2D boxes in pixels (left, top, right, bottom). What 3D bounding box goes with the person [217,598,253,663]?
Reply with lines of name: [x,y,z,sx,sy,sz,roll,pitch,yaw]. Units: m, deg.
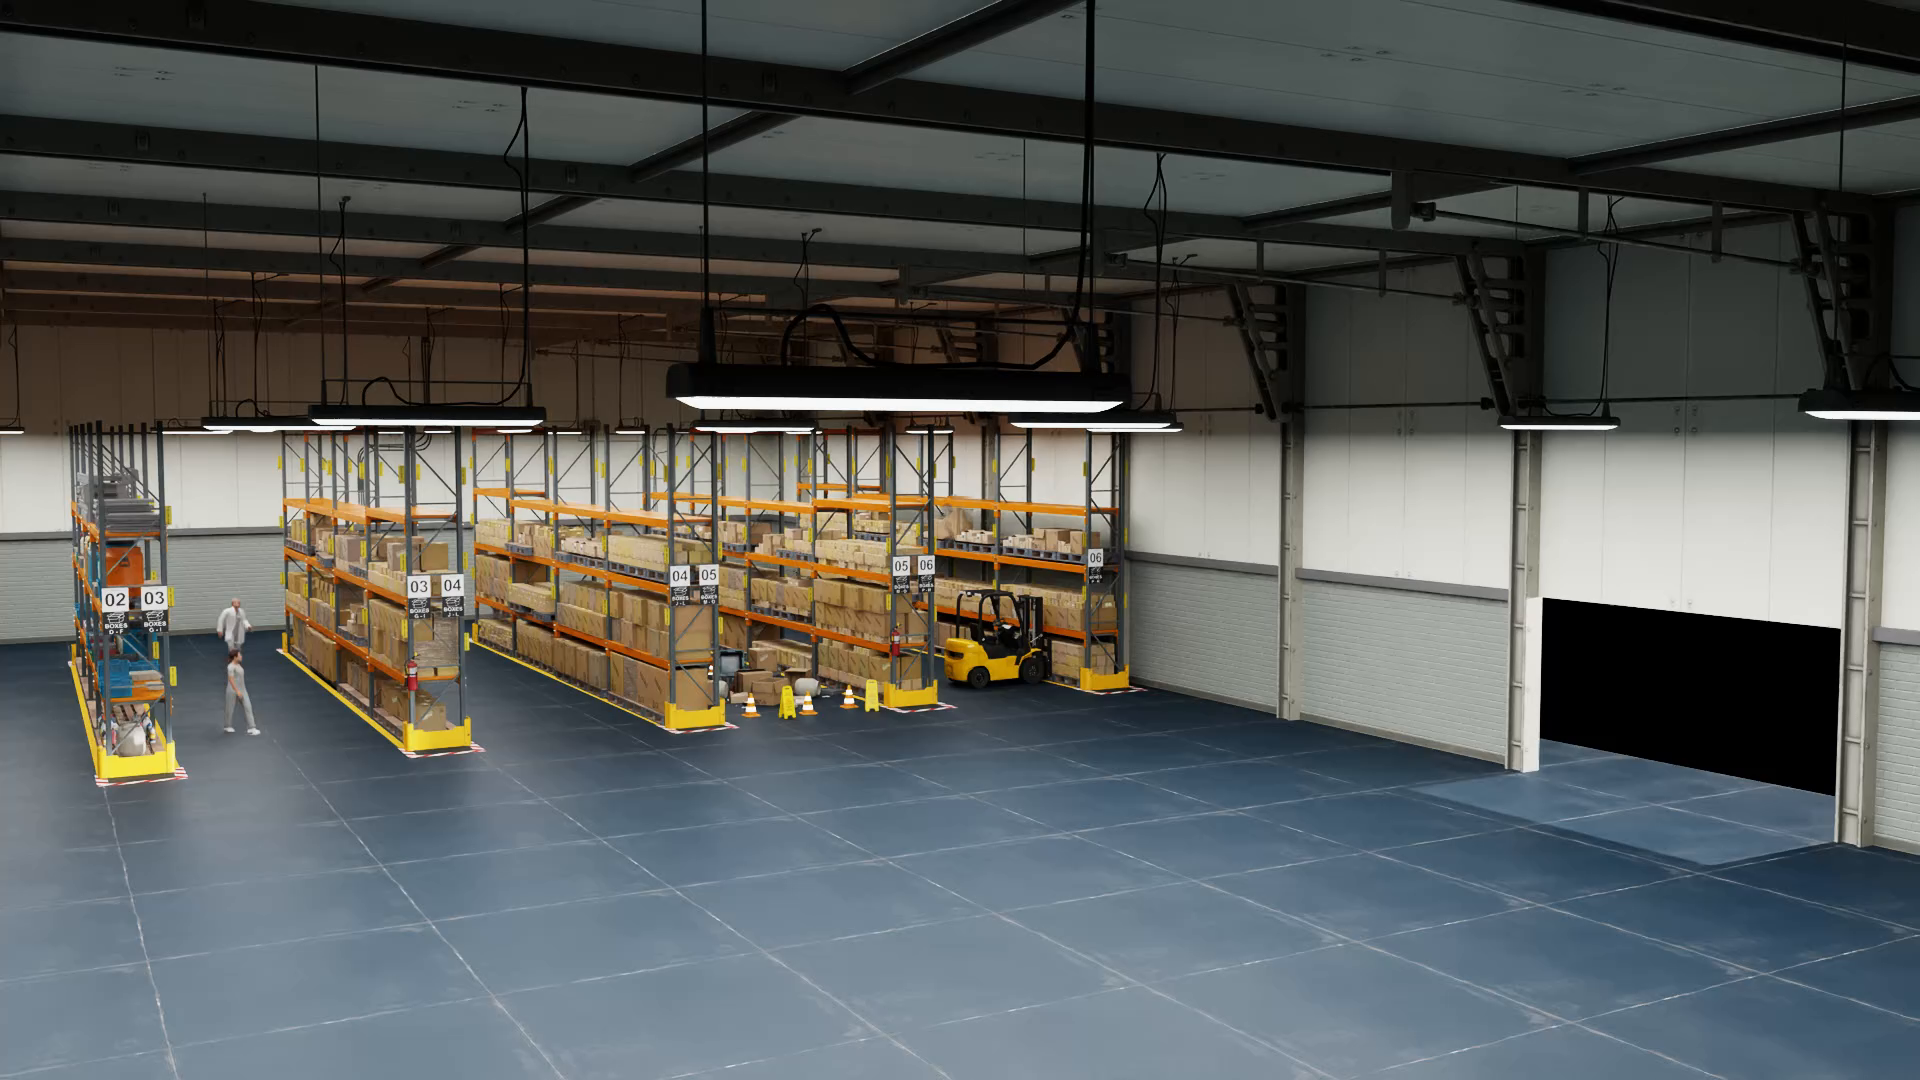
person: [-17.988,2.348,41.239,0.783,1.813,0.917,-2,4,-30]

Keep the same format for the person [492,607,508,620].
person: [-13.306,1.893,48.208,0.578,1.731,0.518,-1,4,-20]

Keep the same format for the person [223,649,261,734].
person: [-13.896,2.910,31.979,0.986,1.616,0.401,3,4,38]
